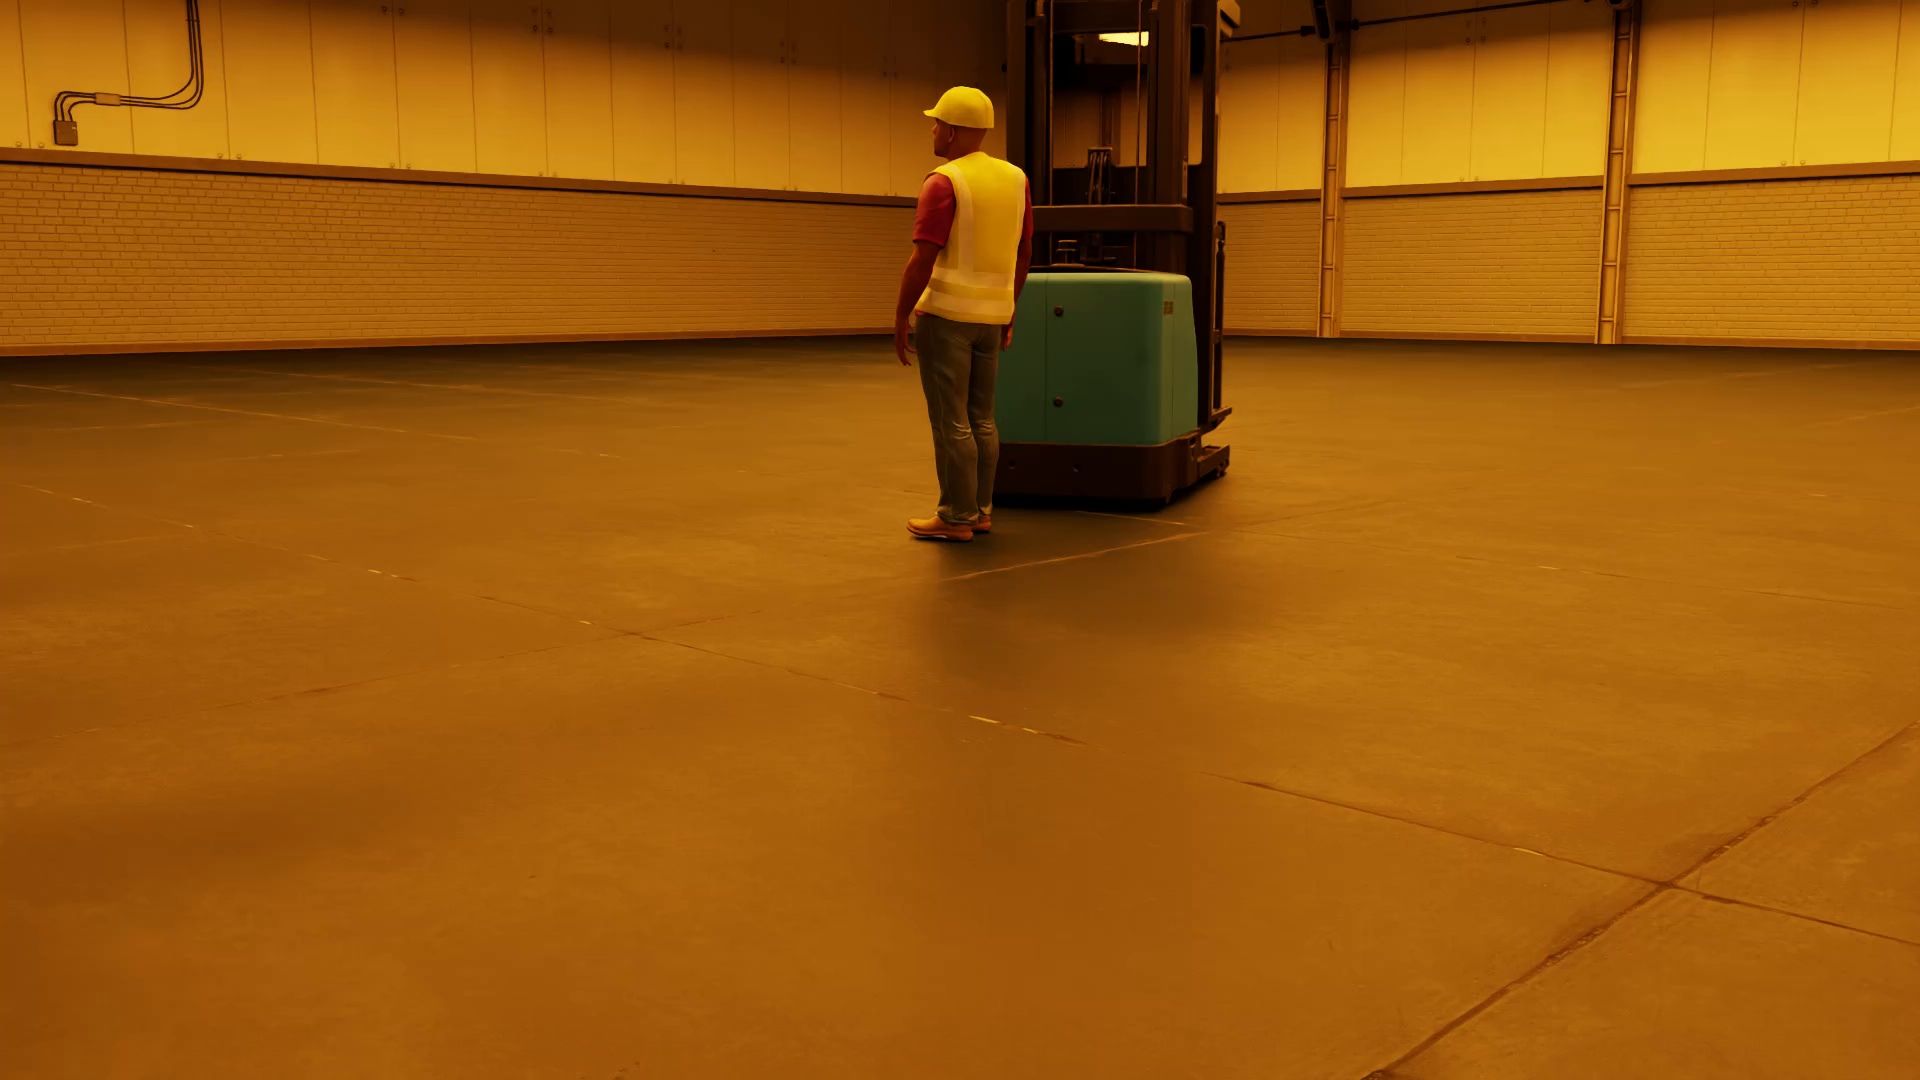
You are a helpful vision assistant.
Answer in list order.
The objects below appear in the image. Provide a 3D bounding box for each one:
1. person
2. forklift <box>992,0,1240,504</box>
[{"bbox_3d":[-0.047,-0.888,6.636,0.575,1.768,0.666,8,12,43],"label":"person"},{"bbox_3d":[0.849,-1.794,8.786,1.130,2.935,3.031,3,9,18],"label":"forklift"}]
